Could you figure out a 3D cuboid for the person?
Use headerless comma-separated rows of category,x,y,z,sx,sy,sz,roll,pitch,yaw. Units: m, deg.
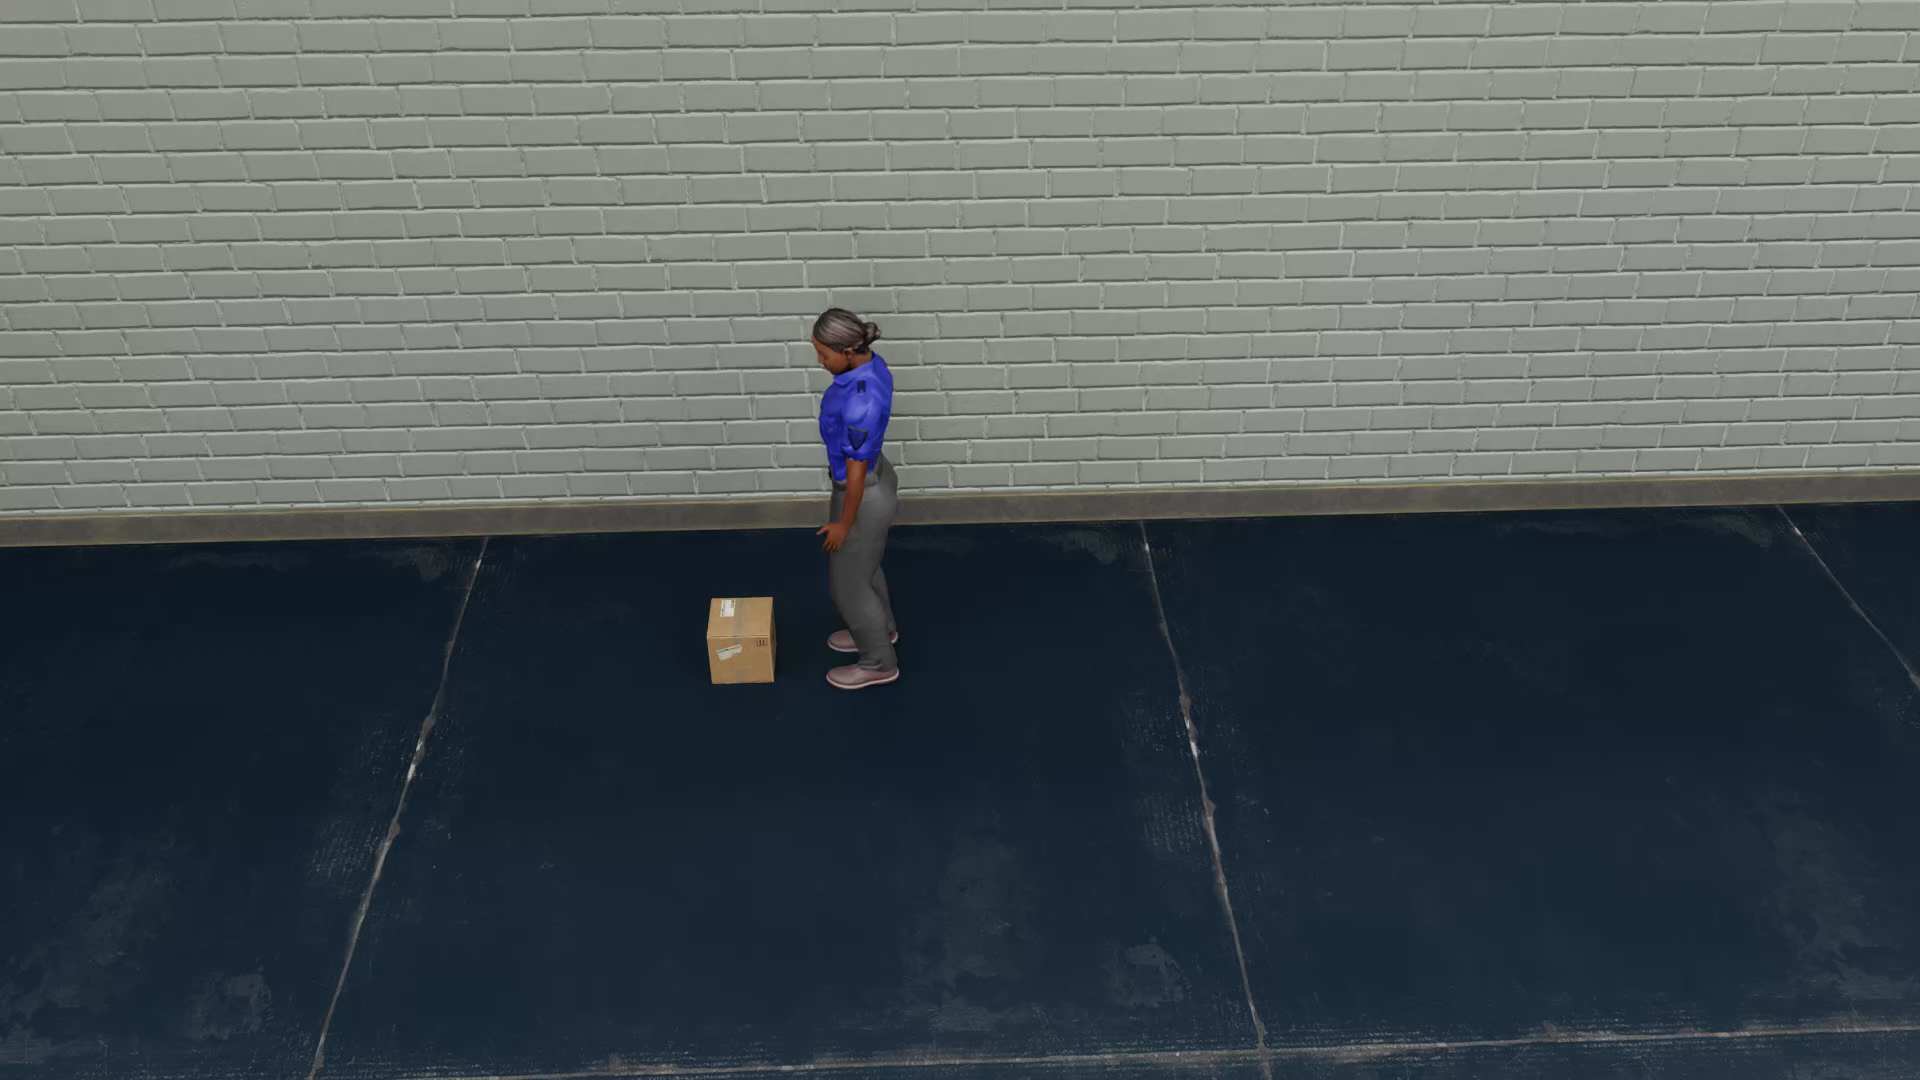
person,-0.393,-0.146,6.379,0.315,1.646,0.443,-1,35,-1
